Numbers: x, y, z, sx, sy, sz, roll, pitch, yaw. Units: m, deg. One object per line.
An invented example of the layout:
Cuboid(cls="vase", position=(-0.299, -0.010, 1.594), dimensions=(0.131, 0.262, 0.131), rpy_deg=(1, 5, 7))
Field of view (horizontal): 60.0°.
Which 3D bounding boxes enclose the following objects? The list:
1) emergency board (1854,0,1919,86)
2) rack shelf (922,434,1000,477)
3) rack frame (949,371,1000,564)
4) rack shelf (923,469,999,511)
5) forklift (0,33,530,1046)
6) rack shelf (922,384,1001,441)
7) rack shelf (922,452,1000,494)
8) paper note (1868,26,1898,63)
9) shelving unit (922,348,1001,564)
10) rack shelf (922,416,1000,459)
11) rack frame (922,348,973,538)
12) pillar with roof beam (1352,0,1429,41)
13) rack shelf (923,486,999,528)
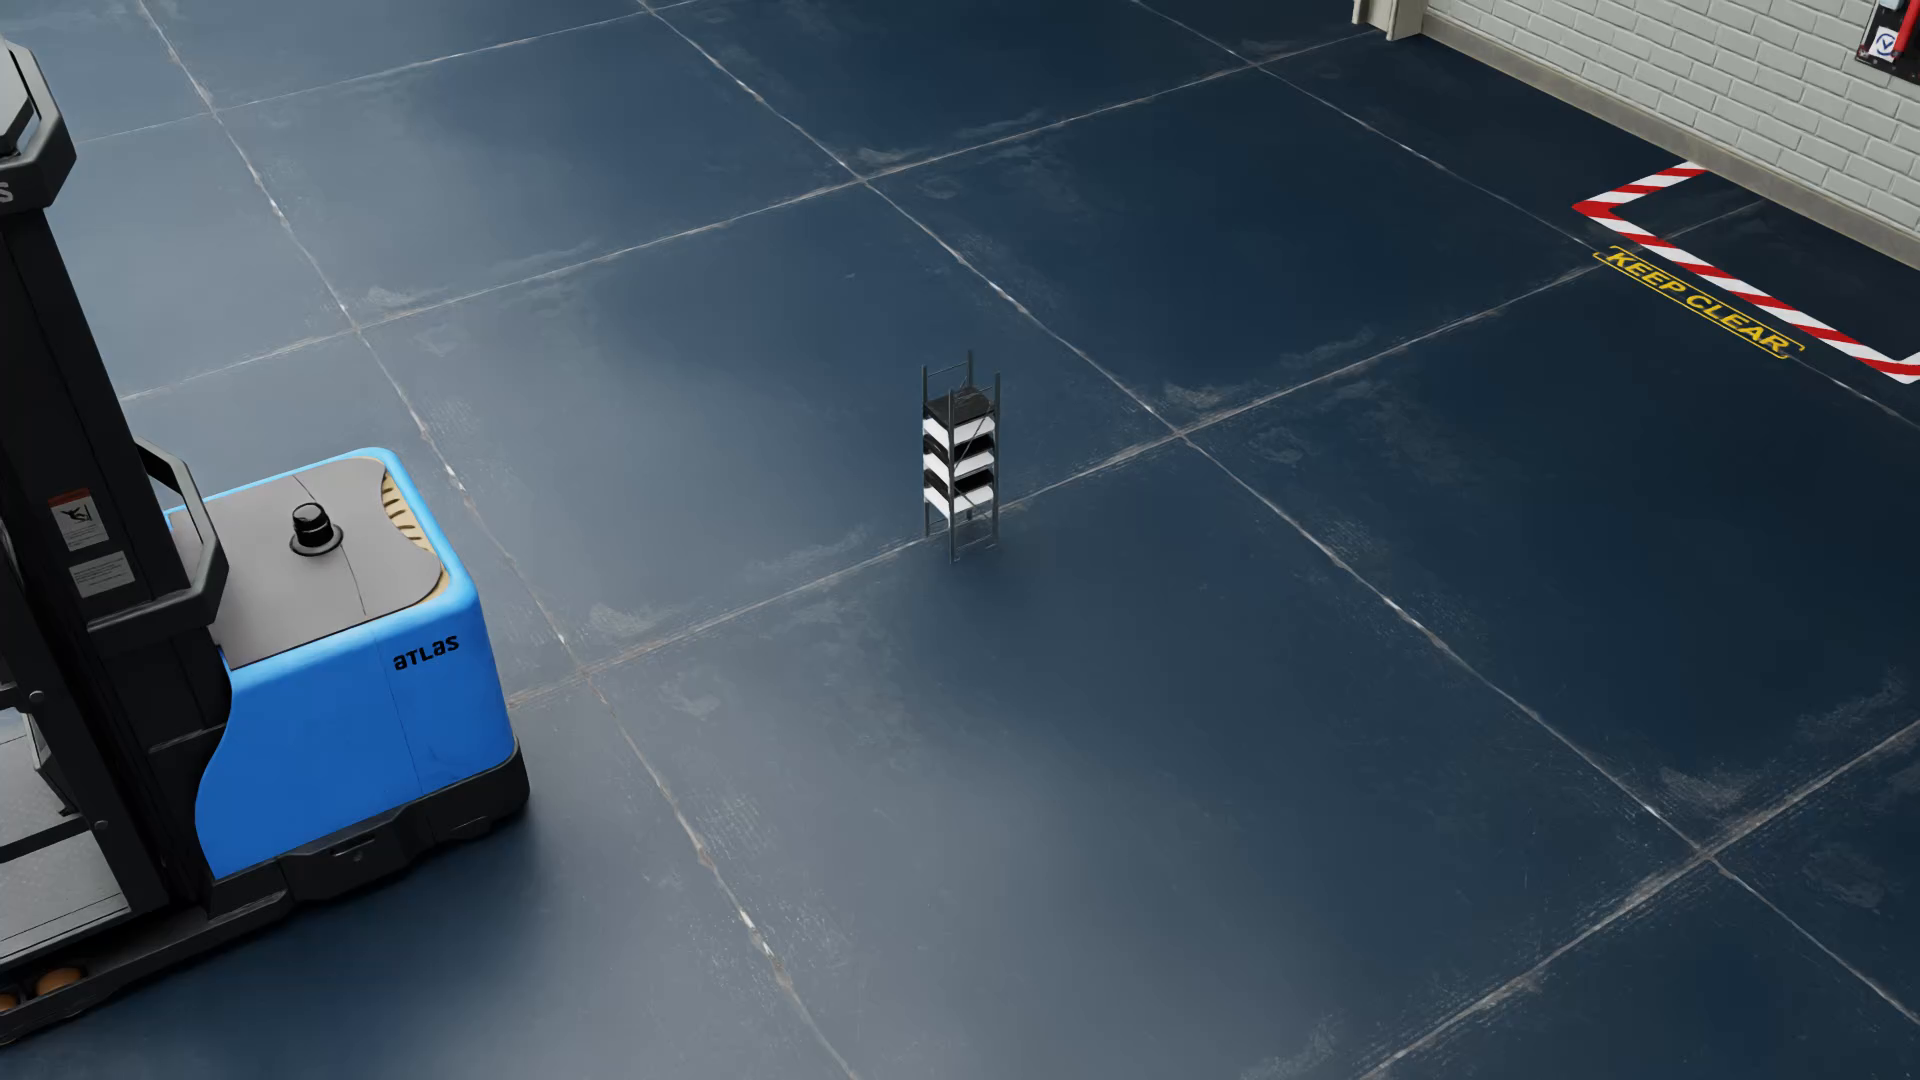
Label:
Cuboid(cls="emergency board", position=(4.888, -2.817, 8.287), dimensions=(0.194, 1.169, 0.643), rpy_deg=(-22, 45, -24))
Cuboid(cls="rack shelf", position=(0.004, -0.385, 6.920), dimensions=(0.258, 0.077, 0.200), rpy_deg=(-22, 45, -24))
Cuboid(cls="rack frame", position=(0.059, -0.286, 6.891), dimensions=(0.240, 0.900, 0.006), rpy_deg=(-22, 45, -24))
Cuboid(cls="rack shelf", position=(0.004, -0.247, 7.036), dimensions=(0.258, 0.077, 0.200), rpy_deg=(-22, 45, -24))
Cuboid(cls="forklift", position=(-3.085, 0.099, 4.841), dimensions=(3.031, 2.935, 1.130), rpy_deg=(-22, 44, -24))
Cuboid(cls="rack shelf", position=(0.004, -0.523, 6.805), dimensions=(0.258, 0.077, 0.200), rpy_deg=(-22, 45, -24))
Cuboid(cls="rack shelf", position=(0.004, -0.316, 6.978), dimensions=(0.258, 0.077, 0.200), rpy_deg=(-22, 45, -24))
Cuboid(cls="paper note", position=(4.851, -2.598, 8.713), dimensions=(0.016, 0.148, 0.142), rpy_deg=(-22, 45, -24))
Cuboid(cls="shelving unit", position=(0.004, -0.341, 6.957), dimensions=(0.258, 0.900, 0.210), rpy_deg=(-22, 45, -24))
Cuboid(cls="rack shelf", position=(0.004, -0.454, 6.863), dimensions=(0.258, 0.077, 0.200), rpy_deg=(-22, 45, -24))
Cuboid(cls="rack frame", position=(-0.050, -0.396, 7.023), dimensions=(0.240, 0.900, 0.006), rpy_deg=(-22, 45, -24))
Cuboid(cls="pillar with roof beam", position=(-0.671, -5.531, 6.858), dimensions=(9.100, 9.000, 0.400), rpy_deg=(-22, 45, -24))
Cuboid(cls="rack shelf", position=(0.004, -0.177, 7.093), dimensions=(0.258, 0.077, 0.200), rpy_deg=(-22, 45, -24))
